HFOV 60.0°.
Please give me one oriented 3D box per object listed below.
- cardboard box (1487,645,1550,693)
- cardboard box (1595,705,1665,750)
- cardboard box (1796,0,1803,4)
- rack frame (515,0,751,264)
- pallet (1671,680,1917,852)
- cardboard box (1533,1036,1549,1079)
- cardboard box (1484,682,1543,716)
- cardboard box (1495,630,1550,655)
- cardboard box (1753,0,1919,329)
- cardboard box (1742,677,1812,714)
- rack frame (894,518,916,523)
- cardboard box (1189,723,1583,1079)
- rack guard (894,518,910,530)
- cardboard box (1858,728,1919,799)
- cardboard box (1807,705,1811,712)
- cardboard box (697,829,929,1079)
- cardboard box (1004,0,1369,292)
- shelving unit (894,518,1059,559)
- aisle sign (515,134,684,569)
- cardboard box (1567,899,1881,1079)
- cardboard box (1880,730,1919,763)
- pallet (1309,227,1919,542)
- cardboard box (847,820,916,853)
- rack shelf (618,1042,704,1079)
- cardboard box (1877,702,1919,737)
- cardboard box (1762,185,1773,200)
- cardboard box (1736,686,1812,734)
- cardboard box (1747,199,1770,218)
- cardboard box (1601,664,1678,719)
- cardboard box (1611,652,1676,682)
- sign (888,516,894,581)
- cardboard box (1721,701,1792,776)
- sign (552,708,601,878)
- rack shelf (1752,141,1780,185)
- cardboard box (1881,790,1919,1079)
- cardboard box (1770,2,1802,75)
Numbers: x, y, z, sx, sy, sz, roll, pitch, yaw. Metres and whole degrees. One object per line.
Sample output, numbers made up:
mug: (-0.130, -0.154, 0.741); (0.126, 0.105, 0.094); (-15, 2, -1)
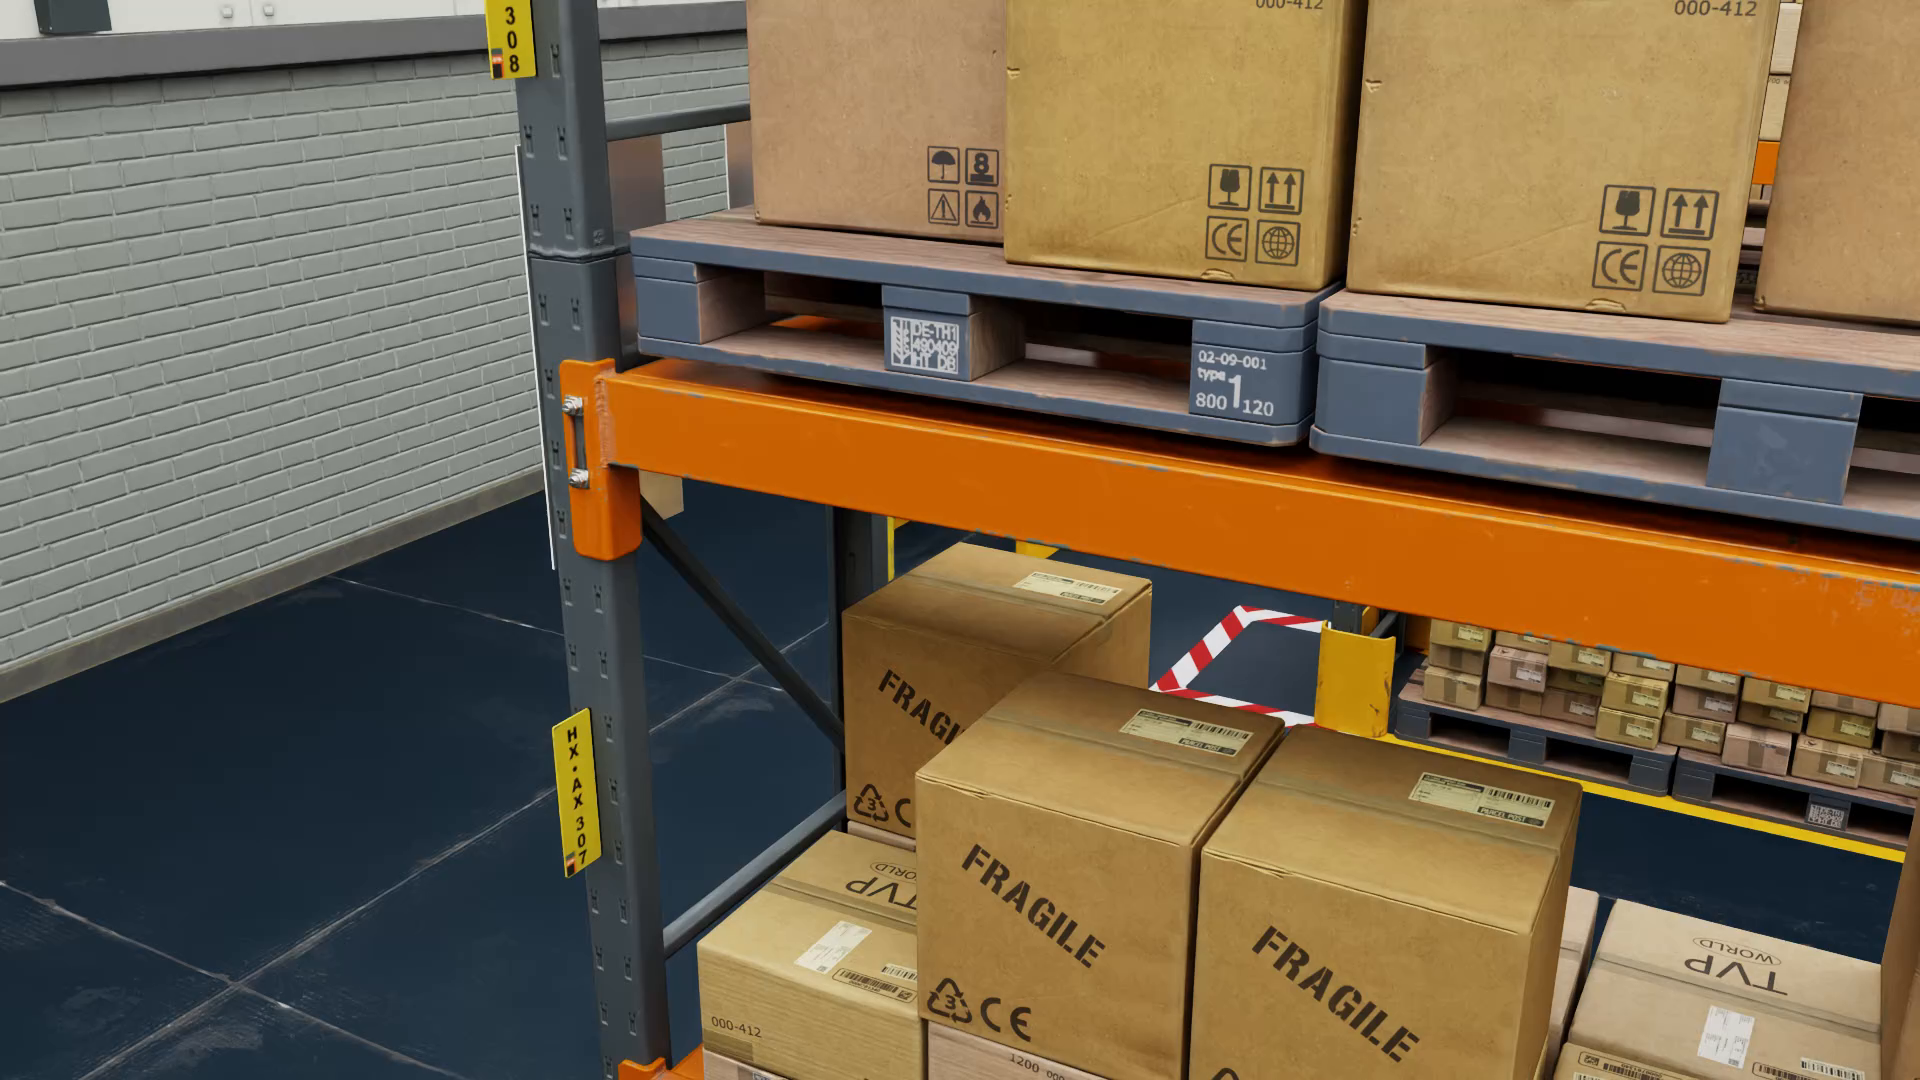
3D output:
cardboard box: (2.585, 0.541, 7.604); (0.250, 0.149, 0.380); (11, 23, 27)
cardboard box: (3.000, 0.771, 7.406); (0.250, 0.149, 0.380); (11, 23, 28)
cardboard box: (3.300, -2.090, 6.230); (0.250, 0.149, 0.380); (12, 23, 29)
rack frame: (-0.466, -2.048, 2.816); (0.127, 3.000, 1.000); (11, 23, 27)
pallet: (3.860, 0.984, 7.342); (1.213, 0.211, 1.003); (11, 23, 27)
cardboard box: (0.715, 1.032, 2.906); (0.500, 0.250, 0.500); (10, 22, 26)
cardboard box: (2.611, 0.656, 7.722); (0.250, 0.149, 0.380); (11, 23, 27)
cardboard box: (2.632, 0.373, 7.629); (0.250, 0.149, 0.380); (11, 23, 28)
cardboard box: (1.459, -0.597, 2.304); (0.500, 0.500, 0.700); (12, 23, 30)
cardboard box: (3.491, 0.576, 7.070); (0.250, 0.149, 0.380); (11, 23, 28)
rack frame: (-0.369, -0.775, 10.303); (0.032, 1.500, 0.500); (11, 23, 27)
cardboard box: (0.713, 0.678, 2.782); (0.500, 0.500, 0.500); (10, 22, 26)
rack guard: (-0.368, -0.188, 10.516); (0.087, 0.250, 0.587); (11, 23, 27)
cardboard box: (3.926, 0.921, 6.993); (0.250, 0.149, 0.380); (11, 23, 28)
cardboard box: (3.953, 0.739, 7.493); (0.250, 0.149, 0.380); (12, 23, 29)
cardboard box: (-0.179, 0.863, 3.372); (0.500, 0.250, 0.500); (10, 22, 26)
cardboard box: (0.446, -0.730, 2.670); (0.500, 0.500, 0.700); (10, 22, 25)
shelving unit: (0.067, -0.692, 10.074); (1.083, 1.500, 0.587); (11, 23, 27)
aisle sign: (-0.675, -0.373, 3.182); (0.004, 0.787, 0.394); (11, 23, 27)
cardboard box: (1.430, 0.959, 3.108); (0.500, 0.250, 0.500); (11, 23, 27)
cardboard box: (3.991, 0.784, 6.934); (0.250, 0.149, 0.380); (10, 22, 25)
pallet: (1.256, -0.274, 2.452); (1.213, 0.211, 1.003); (11, 23, 27)
cardboard box: (0.086, 0.704, 3.809); (0.500, 0.250, 0.500); (10, 22, 26)
rack shelf: (1.280, 1.443, 3.044); (4.000, 0.370, 1.077); (11, 23, 27)
cardboard box: (3.921, 0.664, 6.829); (0.250, 0.149, 0.380); (10, 22, 25)
cardboard box: (5.555, -2.364, 10.870); (0.500, 0.500, 0.500); (11, 22, 27)
cardboard box: (3.547, 0.679, 7.224); (0.250, 0.149, 0.380); (12, 23, 30)
cardboard box: (3.462, -1.175, 7.156); (0.500, 0.500, 0.500); (12, 23, 30)
cardboard box: (3.012, 0.630, 7.358); (0.250, 0.149, 0.380); (12, 23, 29)
cardboard box: (3.046, 0.470, 7.363); (0.250, 0.149, 0.380); (10, 22, 25)
sign: (-0.190, -0.043, 4.040); (0.005, 0.325, 0.100); (11, 23, 27)
cardboard box: (3.445, 0.852, 7.182); (0.250, 0.149, 0.380); (10, 22, 25)
sign: (-0.742, 0.492, 3.225); (0.005, 0.325, 0.100); (11, 23, 27)
rack shelf: (3.787, -1.427, 6.557); (4.000, 0.370, 1.077); (11, 23, 27)
cardboard box: (1.850, 0.690, 2.748); (0.500, 0.500, 0.500); (10, 22, 26)
cardboard box: (3.189, -1.938, 6.397); (0.500, 0.250, 0.500); (11, 23, 28)
